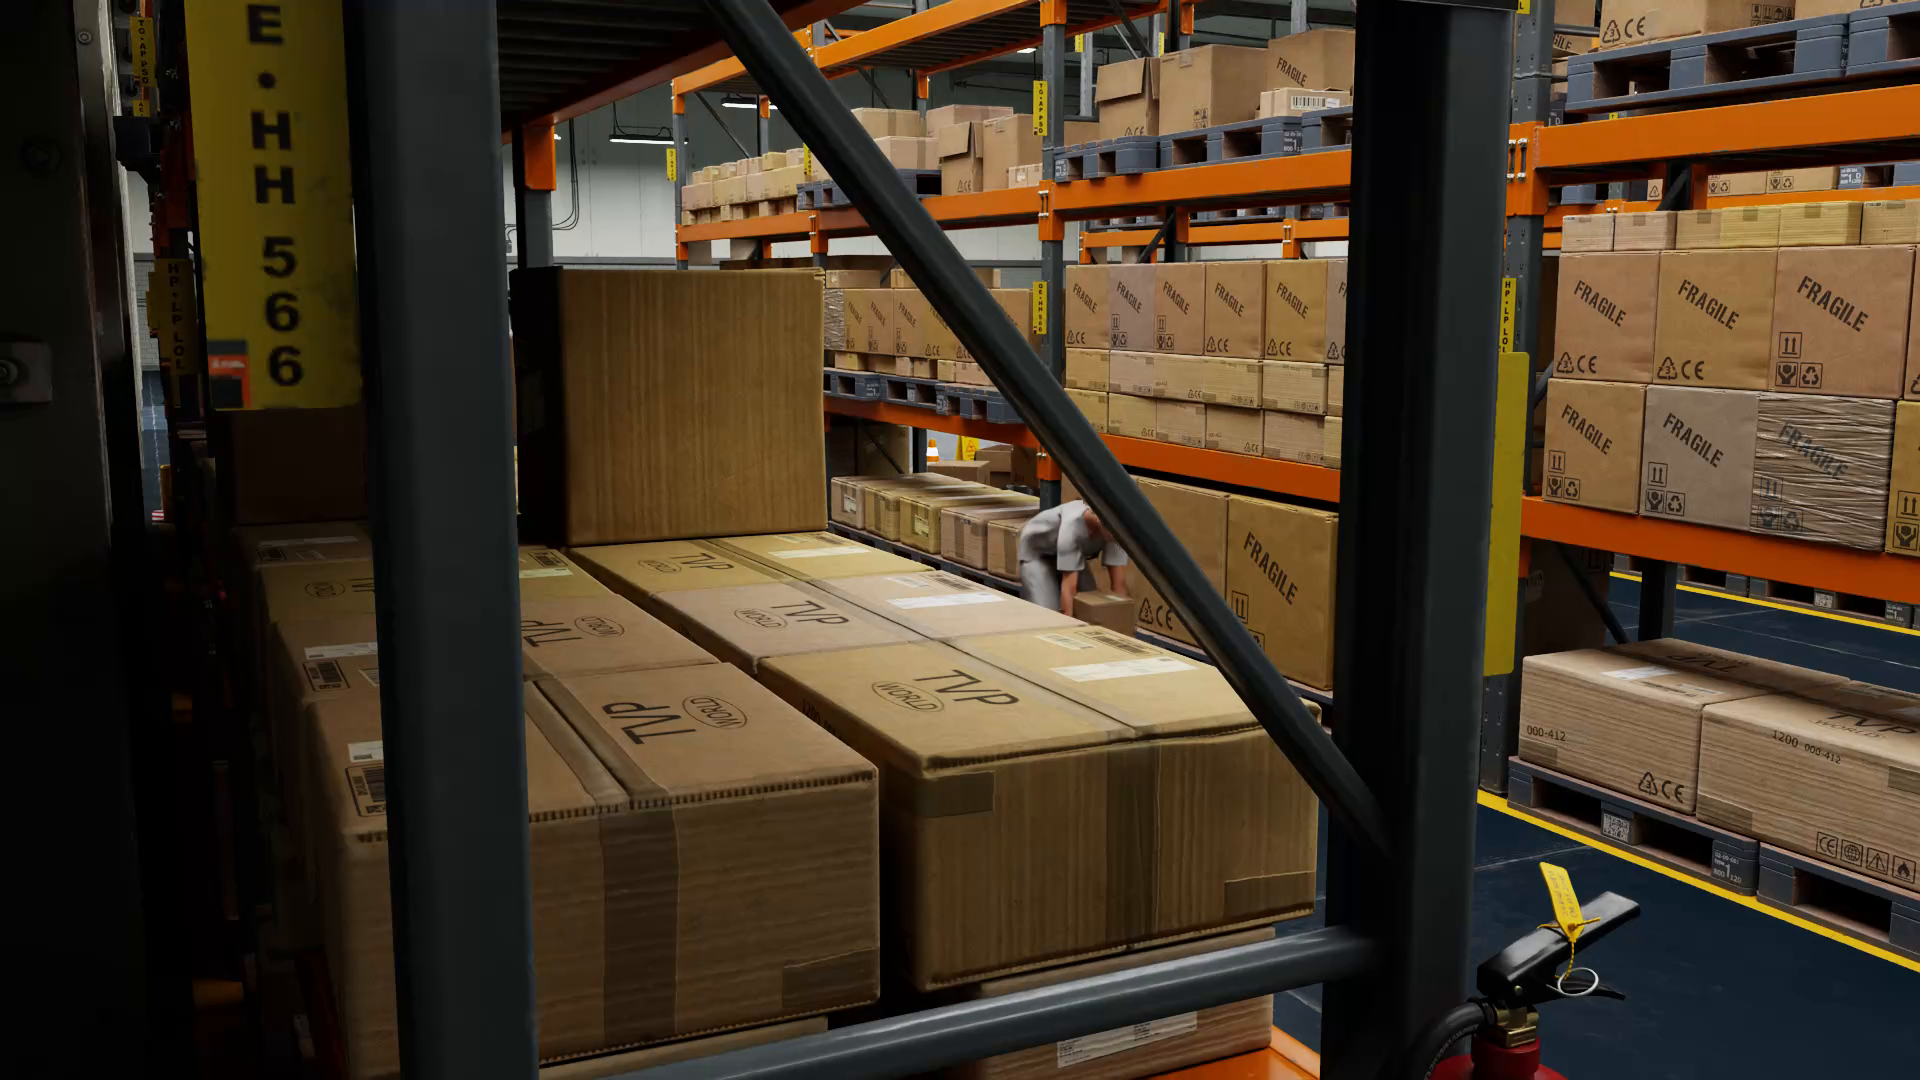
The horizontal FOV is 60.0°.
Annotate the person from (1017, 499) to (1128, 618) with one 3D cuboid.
[{"bbox_3d":[0.599,0.323,8.254,0.428,1.217,0.836,-5,10,-28],"label":"person"}]
